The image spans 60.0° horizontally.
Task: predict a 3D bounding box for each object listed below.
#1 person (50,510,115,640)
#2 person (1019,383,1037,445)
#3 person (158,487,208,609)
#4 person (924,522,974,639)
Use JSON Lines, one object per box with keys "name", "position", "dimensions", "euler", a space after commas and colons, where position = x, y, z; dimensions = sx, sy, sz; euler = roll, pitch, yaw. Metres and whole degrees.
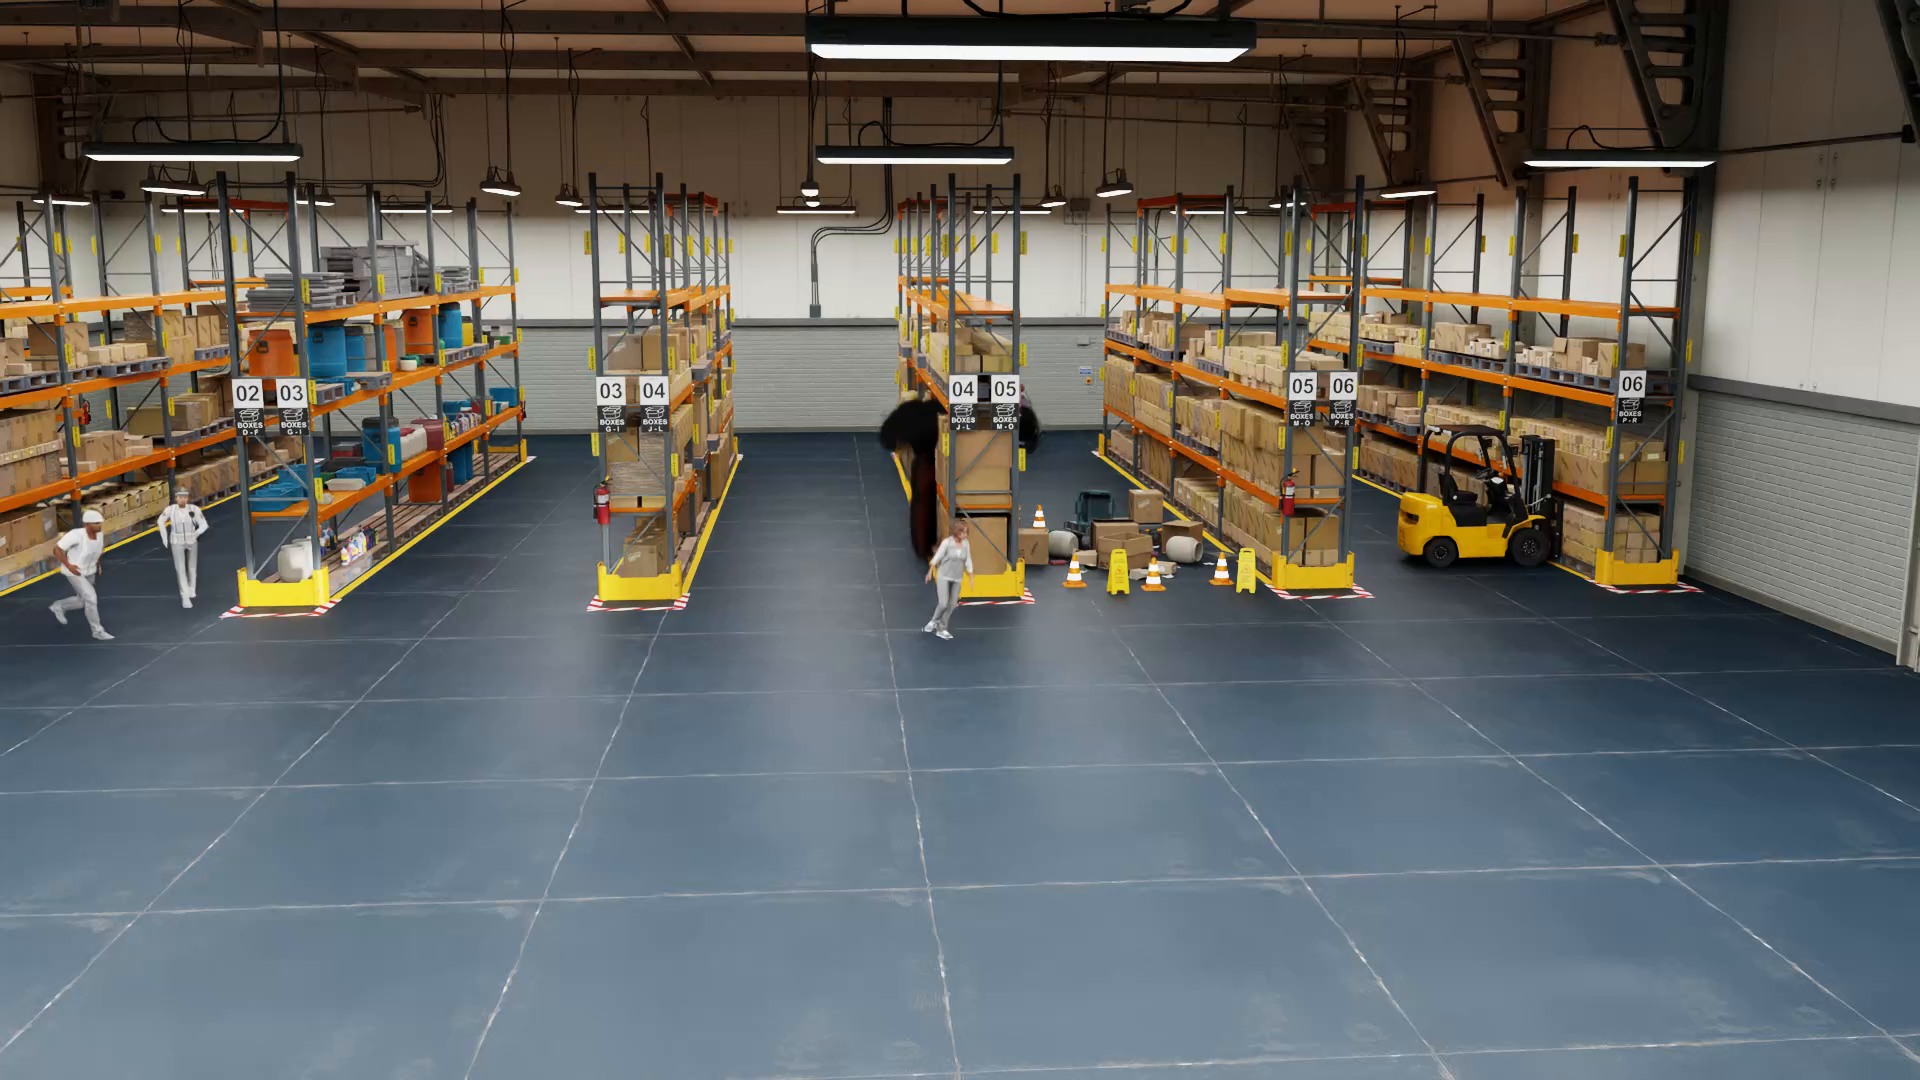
{"name": "person", "position": [-11.374, 0.453, 21.402], "dimensions": [0.994, 1.708, 0.710], "euler": [4, 11, 20]}
{"name": "person", "position": [1.667, -3.217, 42.430], "dimensions": [0.623, 1.569, 0.541], "euler": [-3, 10, -17]}
{"name": "person", "position": [-10.938, 0.067, 23.464], "dimensions": [0.630, 1.685, 0.798], "euler": [-5, 11, -28]}
{"name": "person", "position": [-0.134, 0.518, 21.353], "dimensions": [0.569, 1.558, 0.534], "euler": [-5, 11, -25]}
